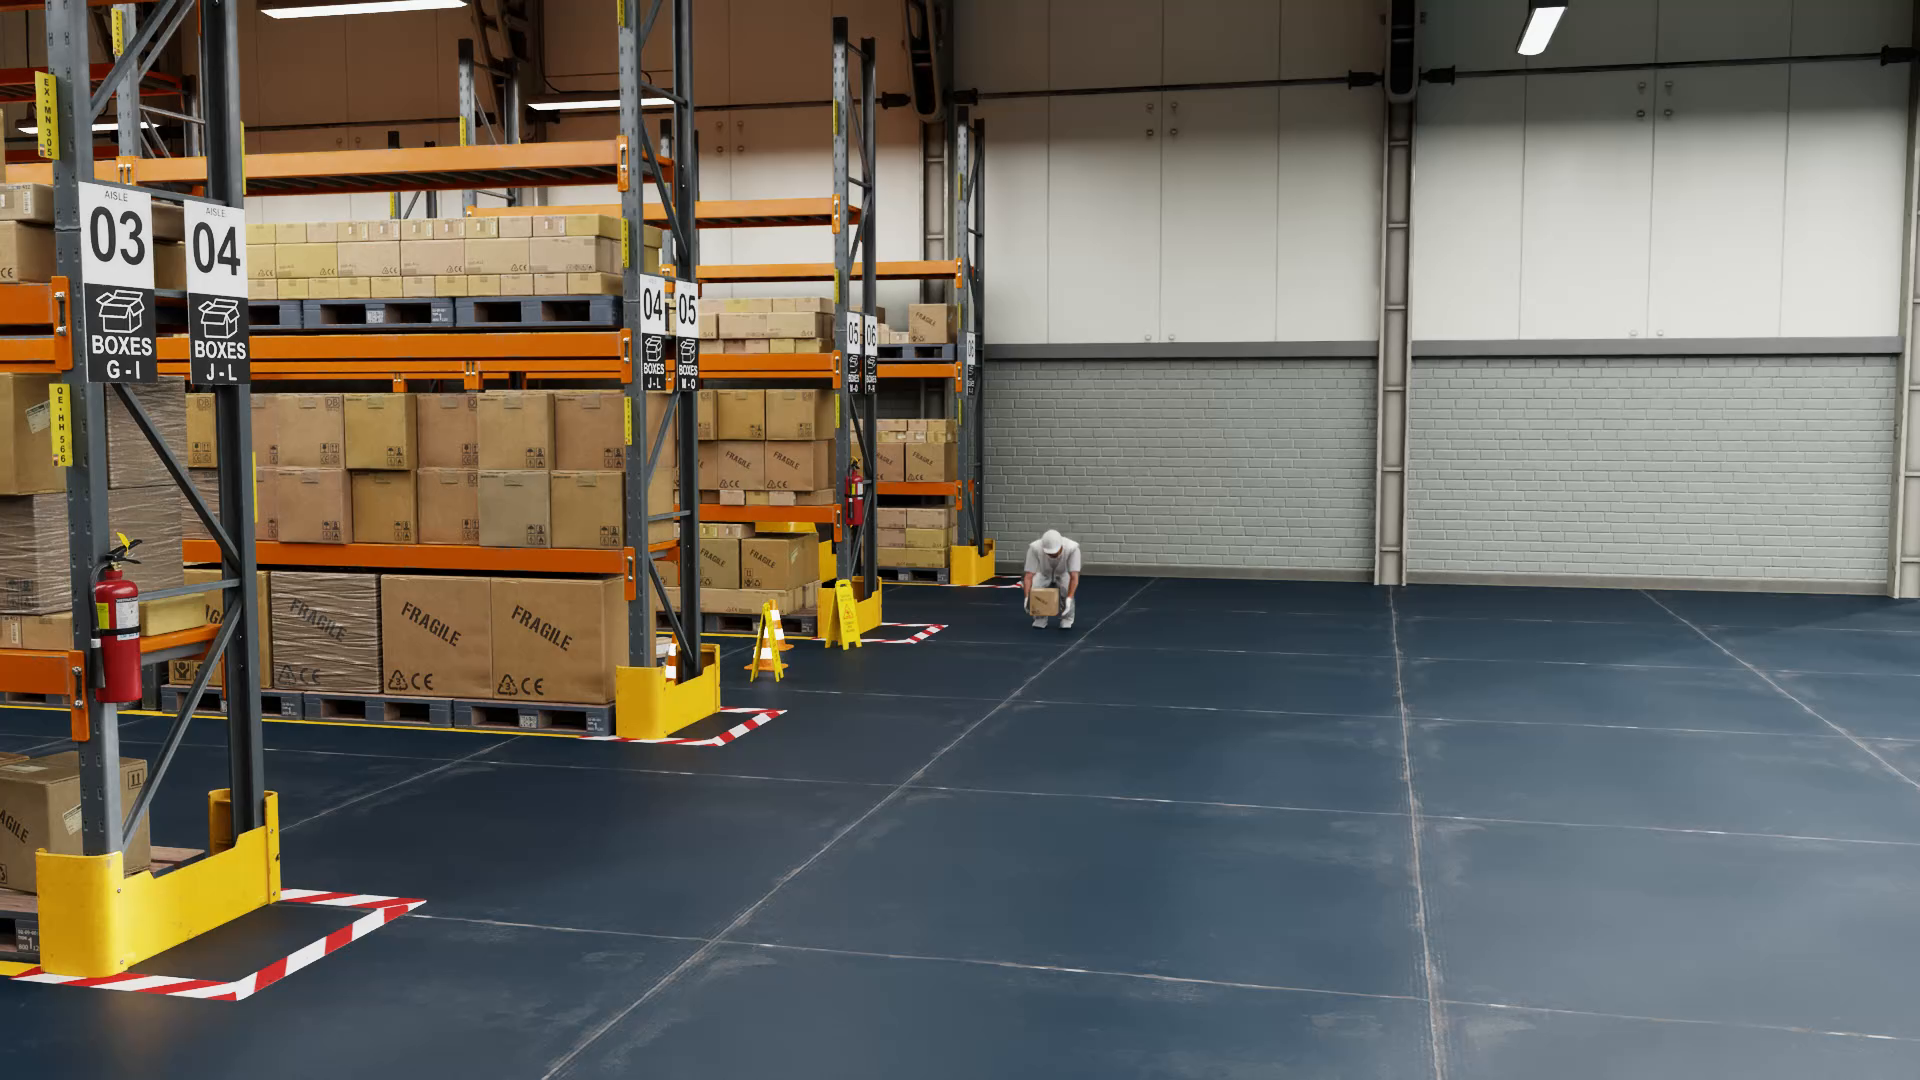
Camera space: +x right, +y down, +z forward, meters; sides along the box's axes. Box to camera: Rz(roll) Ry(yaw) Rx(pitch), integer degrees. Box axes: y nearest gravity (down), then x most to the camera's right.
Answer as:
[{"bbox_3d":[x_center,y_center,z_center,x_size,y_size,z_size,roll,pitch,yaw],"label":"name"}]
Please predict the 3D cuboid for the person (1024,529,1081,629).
[{"bbox_3d":[0.973,0.394,17.044,0.582,1.053,0.902,1,5,14],"label":"person"}]
